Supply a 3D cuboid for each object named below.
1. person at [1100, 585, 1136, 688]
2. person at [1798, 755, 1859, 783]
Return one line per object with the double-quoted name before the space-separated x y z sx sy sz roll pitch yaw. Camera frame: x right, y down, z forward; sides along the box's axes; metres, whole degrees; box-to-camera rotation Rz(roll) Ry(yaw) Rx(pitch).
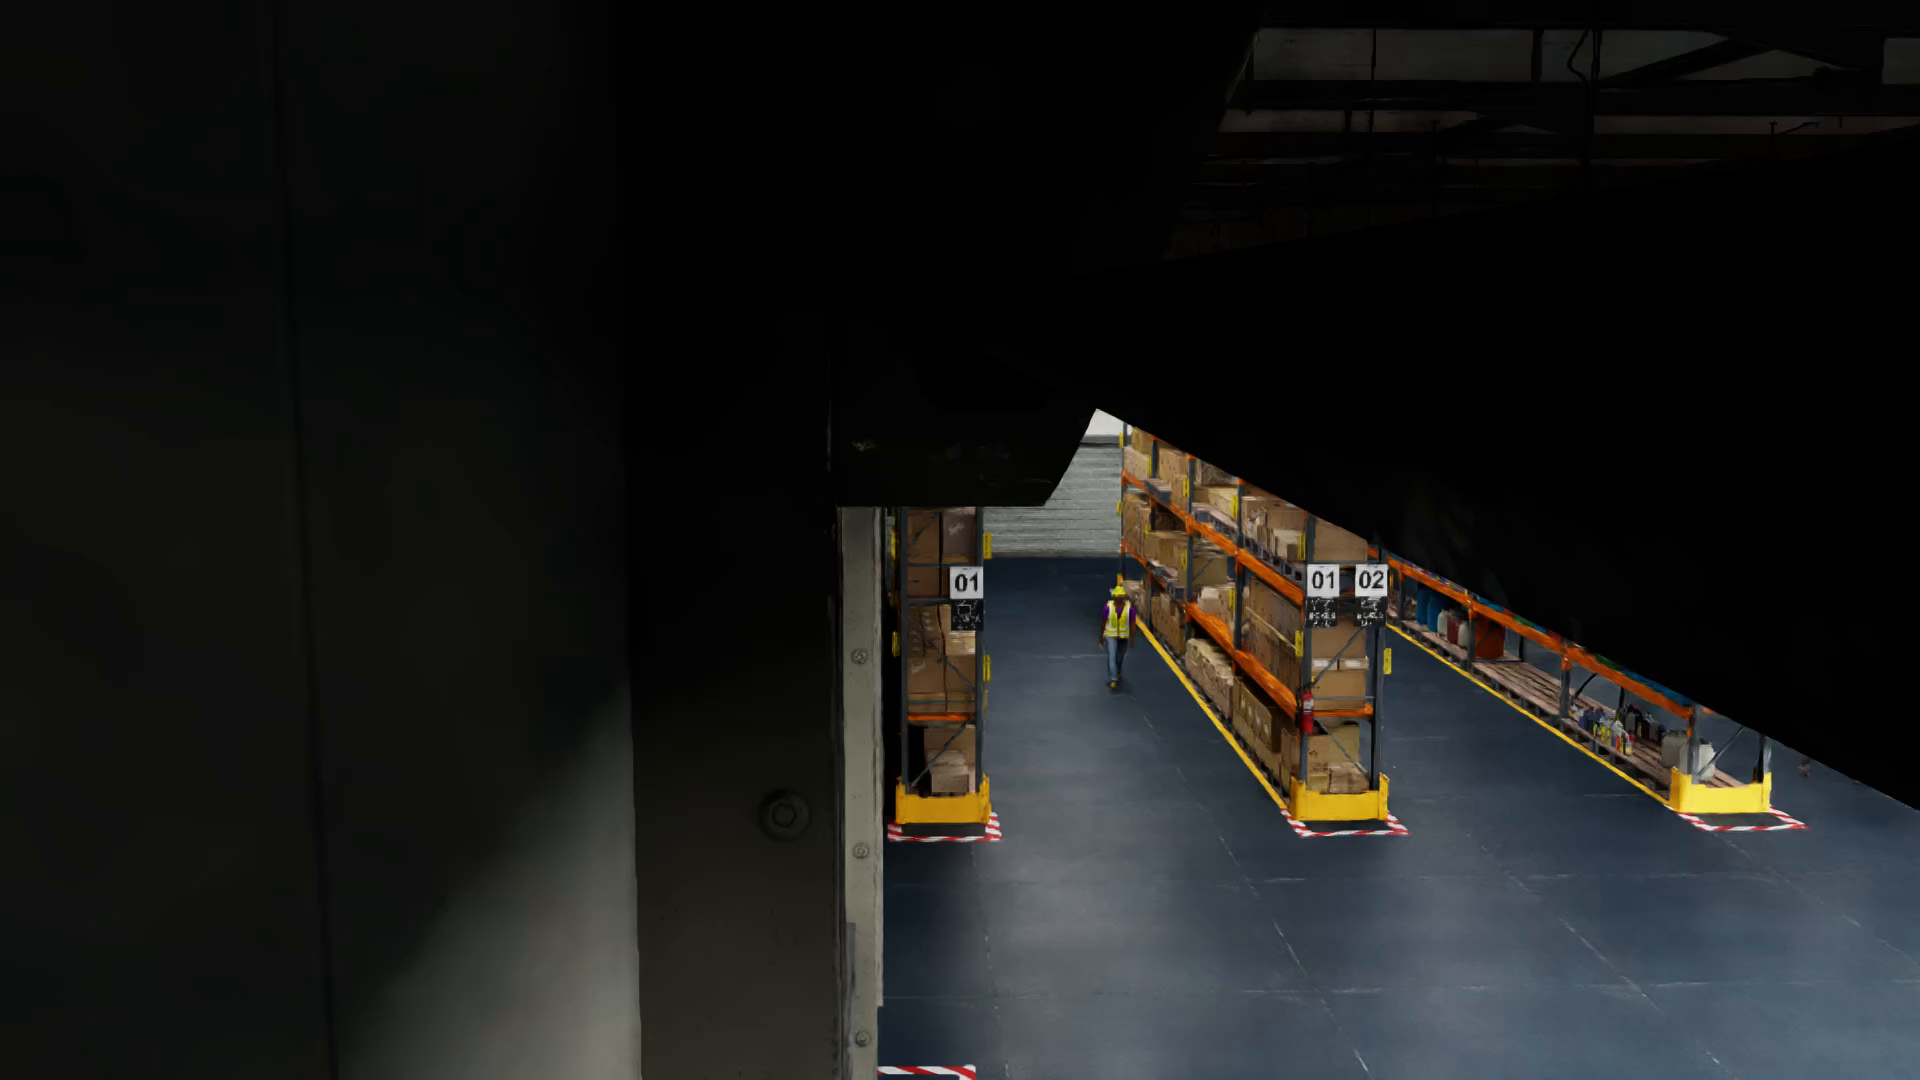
"person" 2.655 1.587 27.798 0.575 1.689 1.128 -1 8 -5
"person" 11.744 2.427 22.247 0.490 1.606 0.940 -4 9 -25
